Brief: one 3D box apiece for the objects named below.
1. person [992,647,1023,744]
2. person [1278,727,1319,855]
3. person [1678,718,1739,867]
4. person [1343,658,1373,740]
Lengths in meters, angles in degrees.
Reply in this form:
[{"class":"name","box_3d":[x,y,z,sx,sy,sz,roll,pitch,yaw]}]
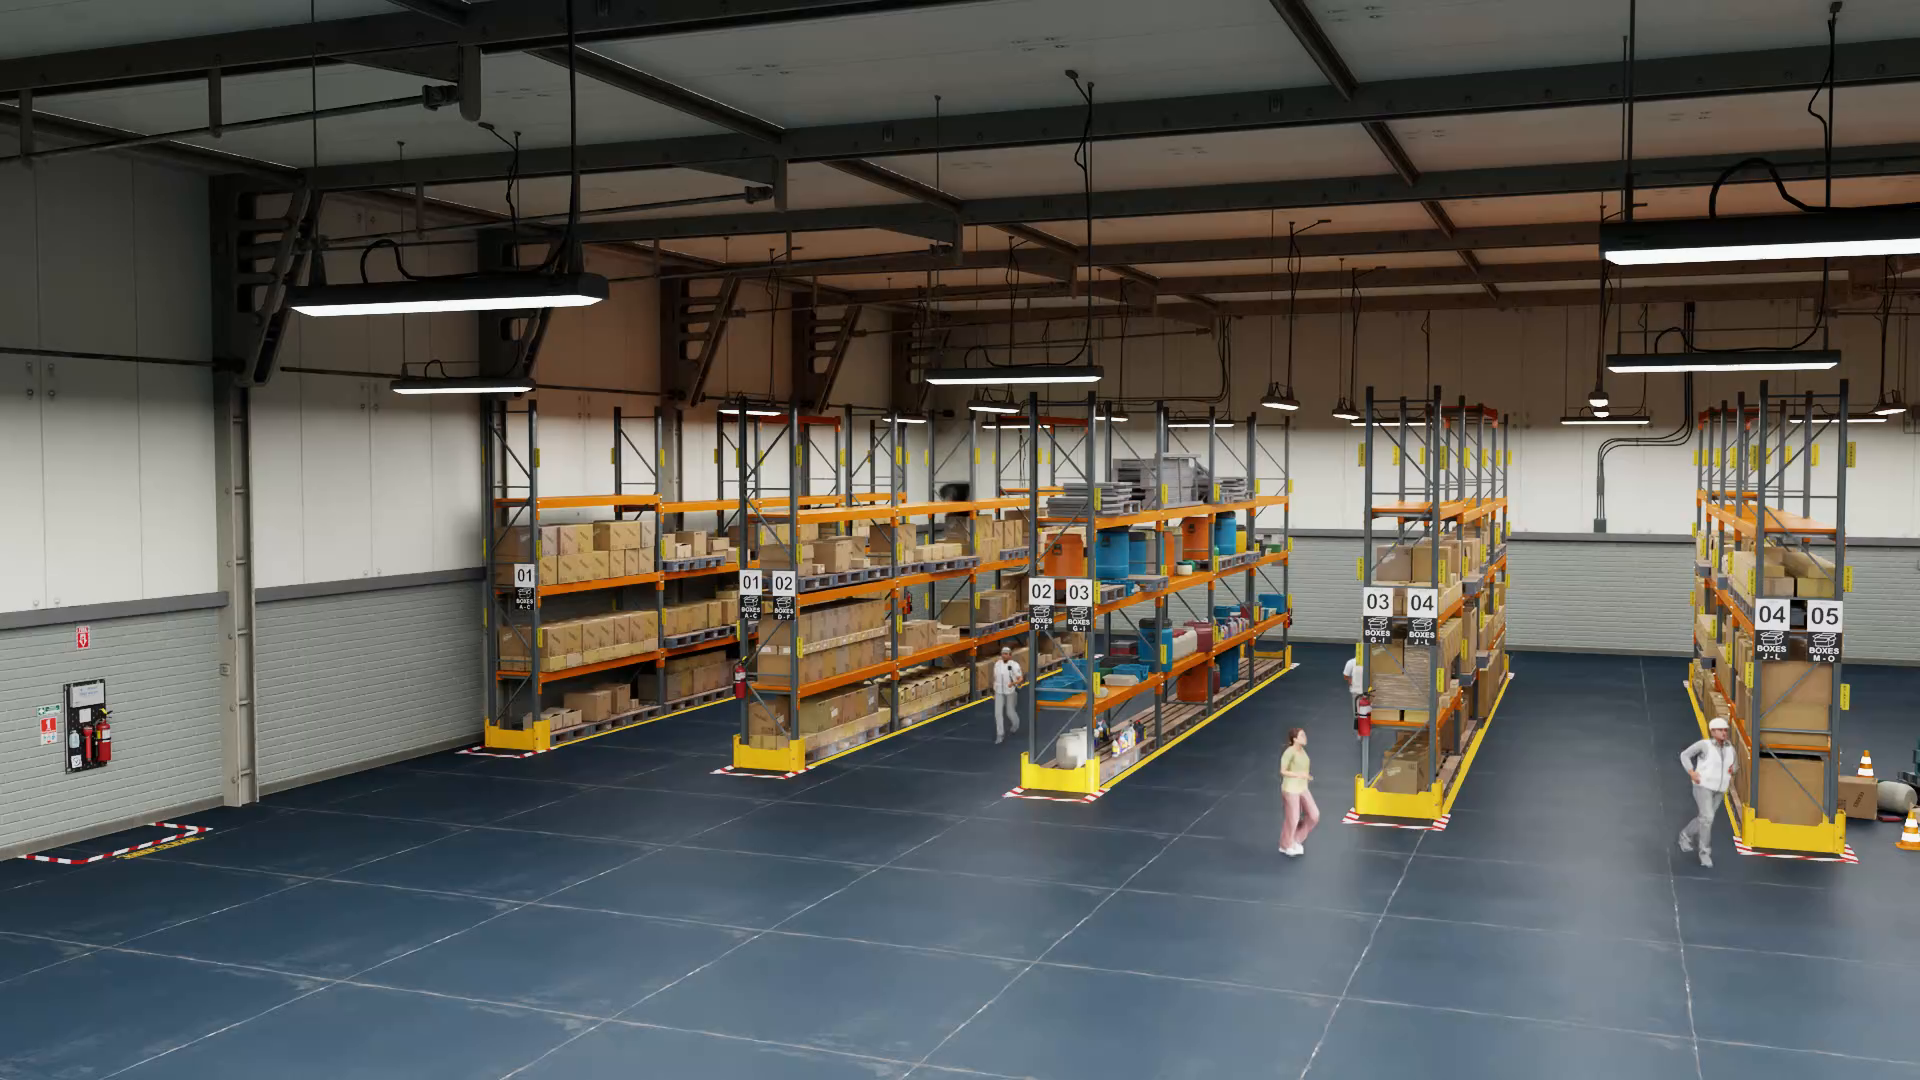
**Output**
[{"class":"person","box_3d":[0.821,2.728,29.489,0.608,1.673,0.875,1,3,18]},{"class":"person","box_3d":[4.212,3.144,20.769,0.556,1.638,0.606,-2,4,-42]},{"class":"person","box_3d":[9.373,3.114,20.771,0.695,1.801,0.770,-1,3,-17]},{"class":"person","box_3d":[7.094,2.680,29.298,0.686,1.721,0.593,1,3,14]}]
